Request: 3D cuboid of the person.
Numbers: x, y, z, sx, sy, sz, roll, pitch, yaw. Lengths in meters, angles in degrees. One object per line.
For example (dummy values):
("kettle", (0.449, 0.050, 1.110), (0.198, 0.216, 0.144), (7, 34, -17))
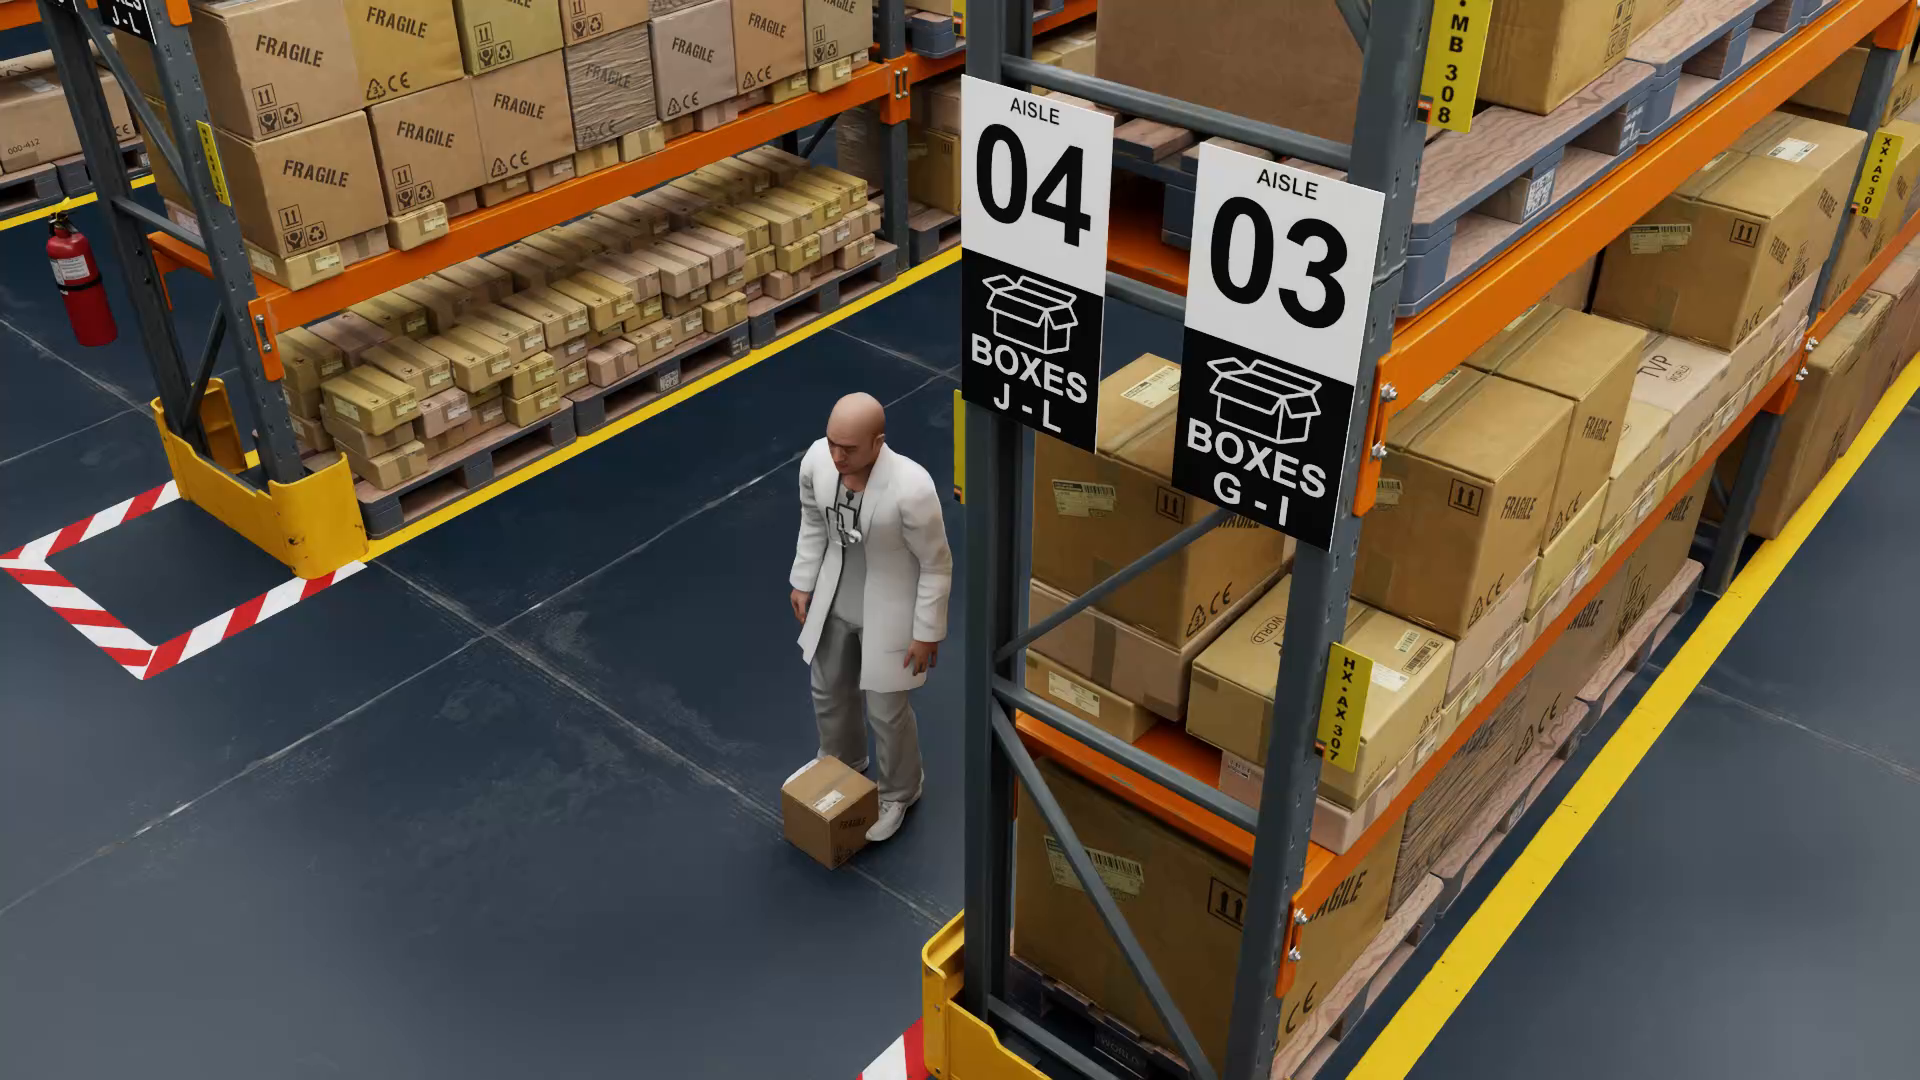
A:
("person", (-0.325, 0.249, 5.798), (0.649, 1.772, 0.433), (22, 40, 28))
